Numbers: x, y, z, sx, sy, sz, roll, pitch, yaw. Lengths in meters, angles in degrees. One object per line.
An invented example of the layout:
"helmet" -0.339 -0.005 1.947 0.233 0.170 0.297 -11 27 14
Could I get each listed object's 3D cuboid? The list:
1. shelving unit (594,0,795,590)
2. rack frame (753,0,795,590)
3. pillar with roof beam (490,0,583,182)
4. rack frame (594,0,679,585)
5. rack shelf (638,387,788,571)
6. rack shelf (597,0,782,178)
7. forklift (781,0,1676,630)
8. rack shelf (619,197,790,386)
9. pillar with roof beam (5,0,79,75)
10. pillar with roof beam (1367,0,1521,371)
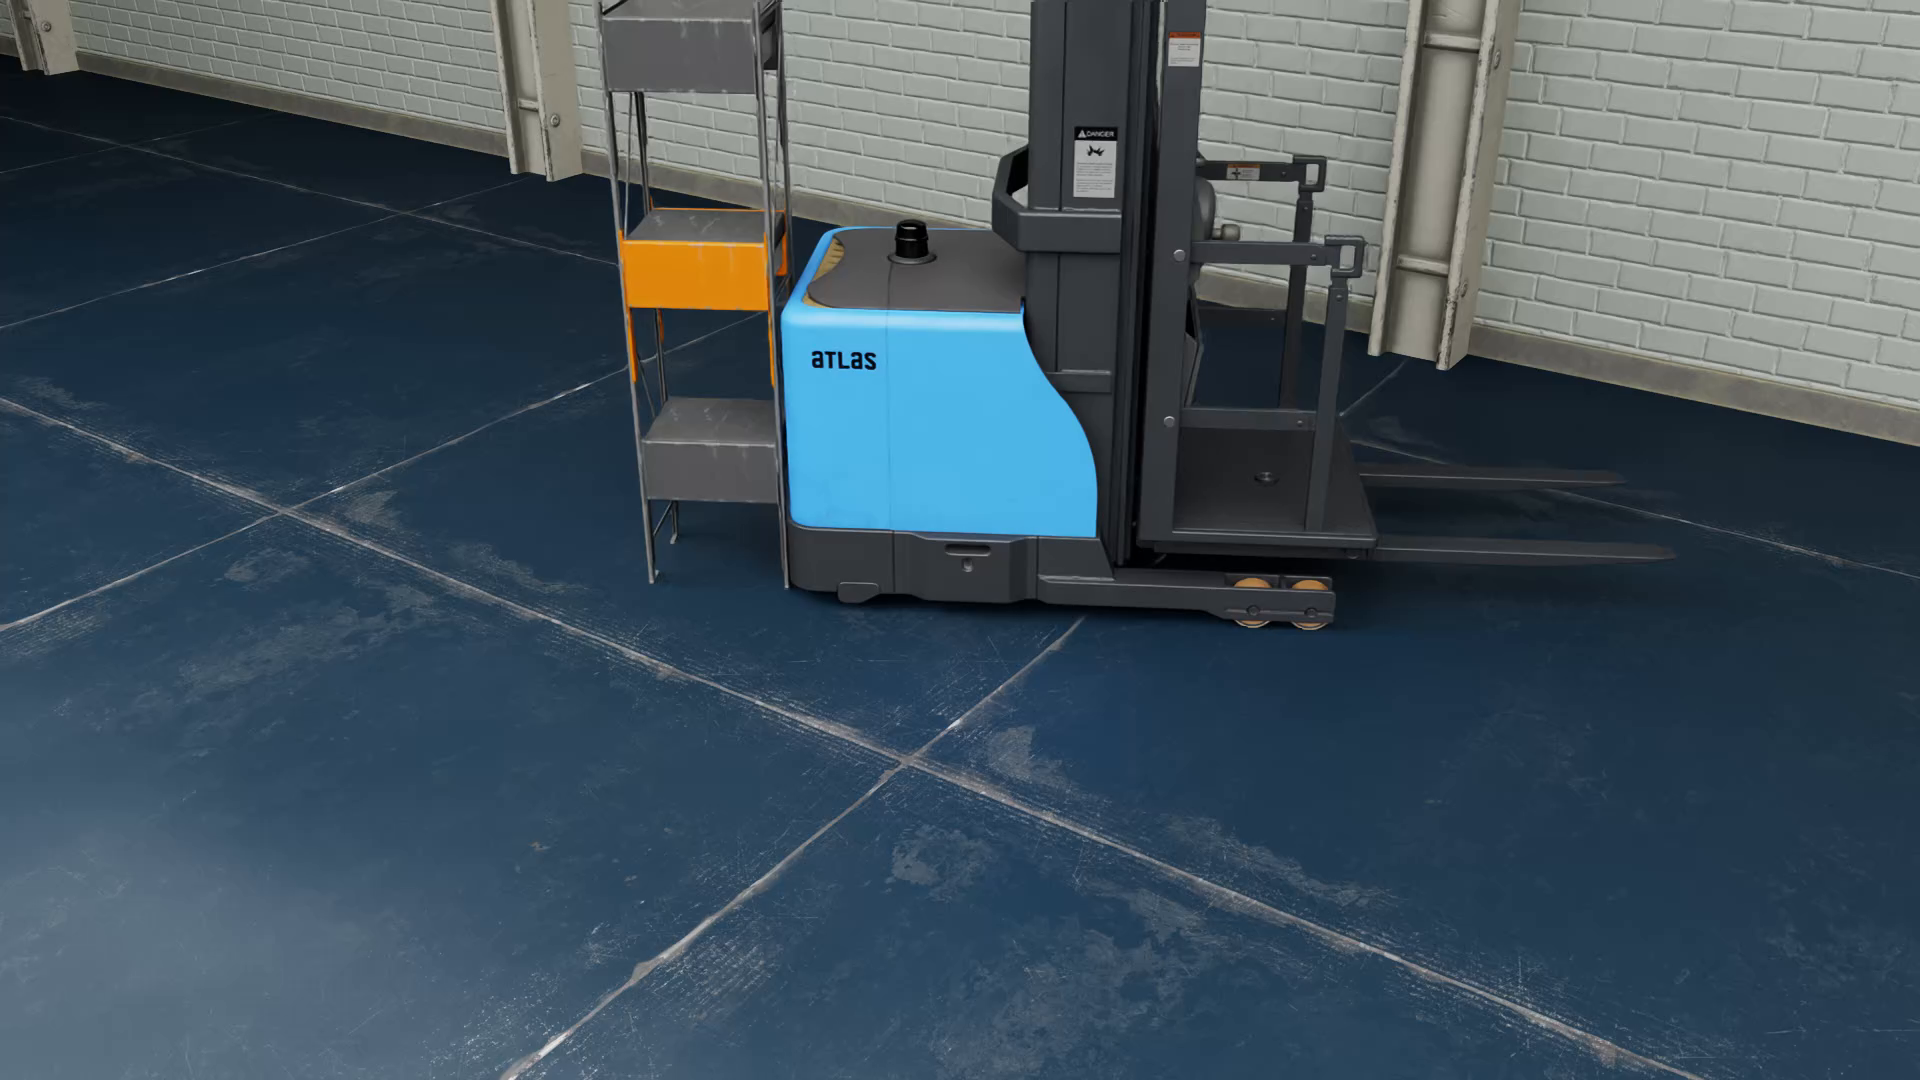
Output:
"shelving unit" -0.842 -0.858 5.622 0.503 2.100 0.431 2 27 4
"rack frame" -0.599 -0.850 5.605 0.015 2.100 0.400 2 27 4
"pillar with roof beam" -5.172 -4.844 5.847 0.400 9.000 9.100 17 32 30
"rack frame" -1.085 -0.867 5.639 0.015 2.100 0.400 2 27 4
"rack shelf" -0.842 -0.222 5.945 0.480 0.518 0.431 2 27 4
"rack shelf" -0.842 -1.470 5.310 0.480 0.518 0.431 2 27 4
"forklift" 0.947 -1.252 5.479 3.031 2.935 1.130 2 27 4
"rack shelf" -0.842 -0.846 5.628 0.480 0.518 0.431 2 27 4
"pillar with roof beam" -10.118 -6.385 8.875 0.400 9.000 9.100 17 32 30
"pillar with roof beam" -0.226 -3.304 2.820 0.400 9.000 9.100 17 32 30
